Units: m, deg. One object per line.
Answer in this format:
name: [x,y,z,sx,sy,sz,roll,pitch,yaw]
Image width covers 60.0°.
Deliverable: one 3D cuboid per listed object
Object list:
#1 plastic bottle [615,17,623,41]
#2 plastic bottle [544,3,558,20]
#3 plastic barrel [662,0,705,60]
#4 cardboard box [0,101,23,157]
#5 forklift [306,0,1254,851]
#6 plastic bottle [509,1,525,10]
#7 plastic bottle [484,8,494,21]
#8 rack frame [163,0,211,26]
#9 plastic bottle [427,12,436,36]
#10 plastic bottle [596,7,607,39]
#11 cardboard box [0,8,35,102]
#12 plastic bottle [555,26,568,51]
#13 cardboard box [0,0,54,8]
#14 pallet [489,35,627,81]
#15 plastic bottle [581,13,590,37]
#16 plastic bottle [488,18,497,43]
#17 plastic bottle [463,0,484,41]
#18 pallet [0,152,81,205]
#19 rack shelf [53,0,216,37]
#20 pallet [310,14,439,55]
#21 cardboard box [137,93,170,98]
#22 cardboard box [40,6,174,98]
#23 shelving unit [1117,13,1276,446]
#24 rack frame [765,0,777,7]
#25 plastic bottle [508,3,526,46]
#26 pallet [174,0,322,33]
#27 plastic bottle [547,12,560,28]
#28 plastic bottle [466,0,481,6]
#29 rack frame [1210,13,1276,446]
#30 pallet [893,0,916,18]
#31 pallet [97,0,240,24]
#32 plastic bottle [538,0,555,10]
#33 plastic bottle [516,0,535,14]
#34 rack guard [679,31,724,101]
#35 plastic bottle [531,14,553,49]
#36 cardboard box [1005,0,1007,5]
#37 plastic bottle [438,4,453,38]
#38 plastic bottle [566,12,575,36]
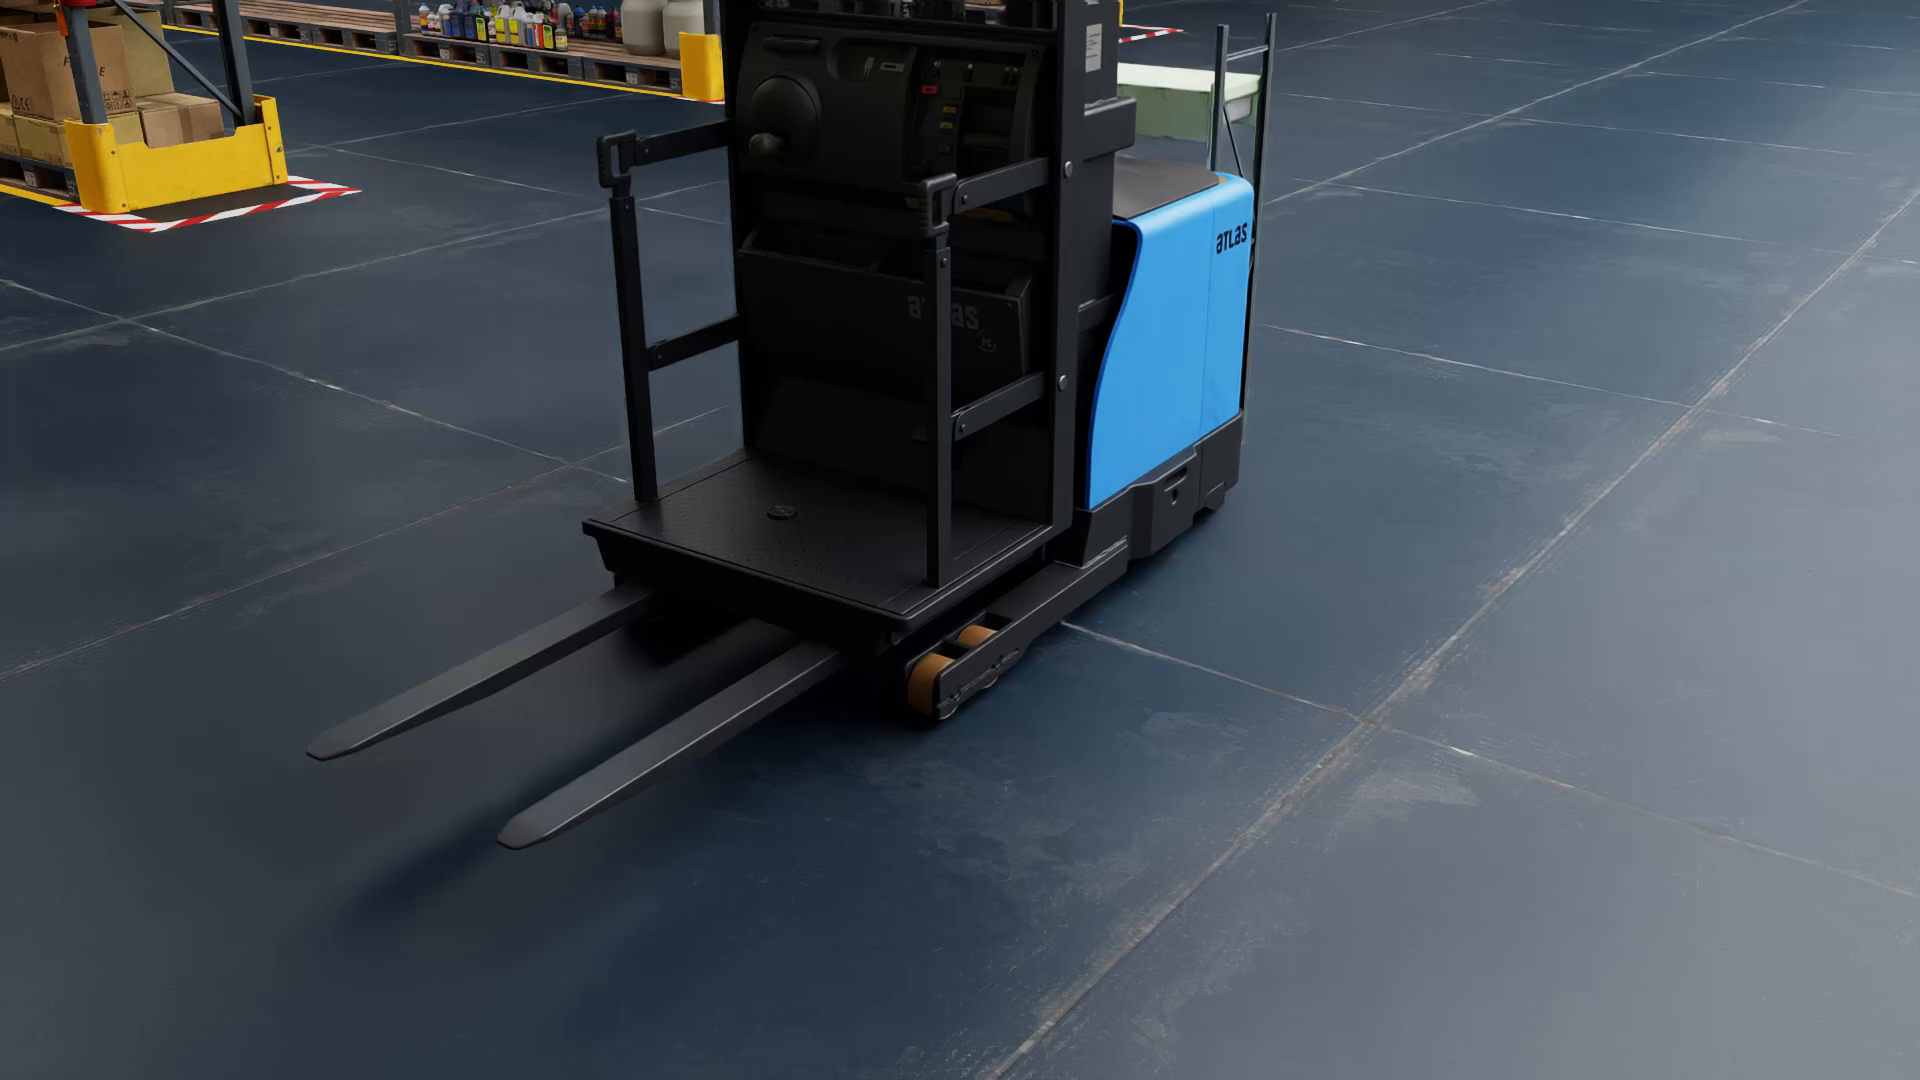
plastic bottle: [-3.007,-4.532,14.740,0.097,0.201,0.097,0,24,0]
plastic bottle: [-3.697,-4.710,15.044,0.133,0.283,0.061,17,29,33]
plastic barrel: [-2.233,-4.235,13.707,0.421,0.512,0.421,0,24,0]
cardboard box: [-5.648,-2.535,10.173,0.500,0.250,0.500,17,29,33]
forklift: [-0.314,-1.104,4.121,1.130,2.935,3.031,15,28,31]
plastic bottle: [-4.088,-4.806,15.271,0.135,0.276,0.152,17,29,33]
plastic bottle: [-4.173,-4.569,14.738,0.097,0.271,0.097,0,24,0]
rack frame: [-8.062,-6.982,17.376,0.127,3.000,1.000,17,29,33]
plastic bottle: [-4.788,-4.692,15.104,0.097,0.201,0.097,0,24,0]
plastic bottle: [-3.199,-4.622,14.858,0.097,0.271,0.097,0,24,0]
cardboard box: [-6.051,-2.998,10.293,0.500,0.500,0.500,17,29,33]
plastic bottle: [-3.393,-4.271,14.147,0.097,0.201,0.097,0,24,0]
cardboard box: [-6.129,-3.292,10.961,0.500,0.500,0.500,17,29,33]
pallet: [-3.368,-4.268,14.674,1.213,0.211,1.003,17,29,33]
plastic bottle: [-3.358,-4.638,14.981,0.097,0.201,0.097,0,24,0]
plastic bottle: [-4.101,-4.484,14.633,0.097,0.201,0.097,0,24,0]
plastic bottle: [-4.313,-4.629,14.775,0.185,0.351,0.144,15,28,31]
pallet: [-5.271,-2.345,10.311,1.213,0.211,1.003,17,29,33]
rack shelf: [-6.235,-3.604,10.603,4.000,0.370,1.077,17,29,33]
pallet: [-5.513,-4.916,16.145,1.213,0.211,1.003,17,29,33]
cardboard box: [-5.332,-2.705,10.558,0.500,0.250,0.500,17,29,33]
cardboard box: [-5.331,-3.049,10.409,0.500,0.500,0.500,17,29,33]
shelving unit: [0.610,-1.051,5.776,0.755,1.500,0.431,15,28,30]
rack frame: [-1.891,-7.612,18.807,0.127,3.000,1.000,17,29,33]
plastic bottle: [-3.824,-4.481,14.440,0.185,0.351,0.144,18,30,35]
pallet: [-7.465,-5.506,17.484,1.213,0.211,1.003,17,29,33]
plastic bottle: [-3.515,-4.412,14.367,0.133,0.283,0.061,17,29,33]
plastic bottle: [-4.378,-4.721,14.984,0.185,0.351,0.144,17,29,33]
rack frame: [0.915,-0.970,5.592,0.023,1.500,0.400,15,28,30]
pallet: [-0.352,-5.891,18.357,1.213,0.211,1.003,17,29,33]
pallet: [-8.718,-5.883,18.340,1.213,0.211,1.003,17,29,33]
plastic bottle: [-3.761,-4.816,15.201,0.185,0.351,0.144,17,29,33]
plastic bottle: [-4.019,-4.894,15.378,0.185,0.351,0.144,15,28,31]
rack guard: [-1.749,-3.906,13.496,0.348,0.500,1.175,17,29,33]
plastic bottle: [-3.578,-4.375,14.291,0.135,0.276,0.152,17,29,34]
cardboard box: [0.820,-5.850,17.386,0.500,0.500,0.500,-20,31,-38]
plastic bottle: [-4.594,-4.682,14.987,0.135,0.276,0.152,18,30,35]
plastic bottle: [-3.522,-4.688,15.094,0.097,0.201,0.097,0,24,0]
